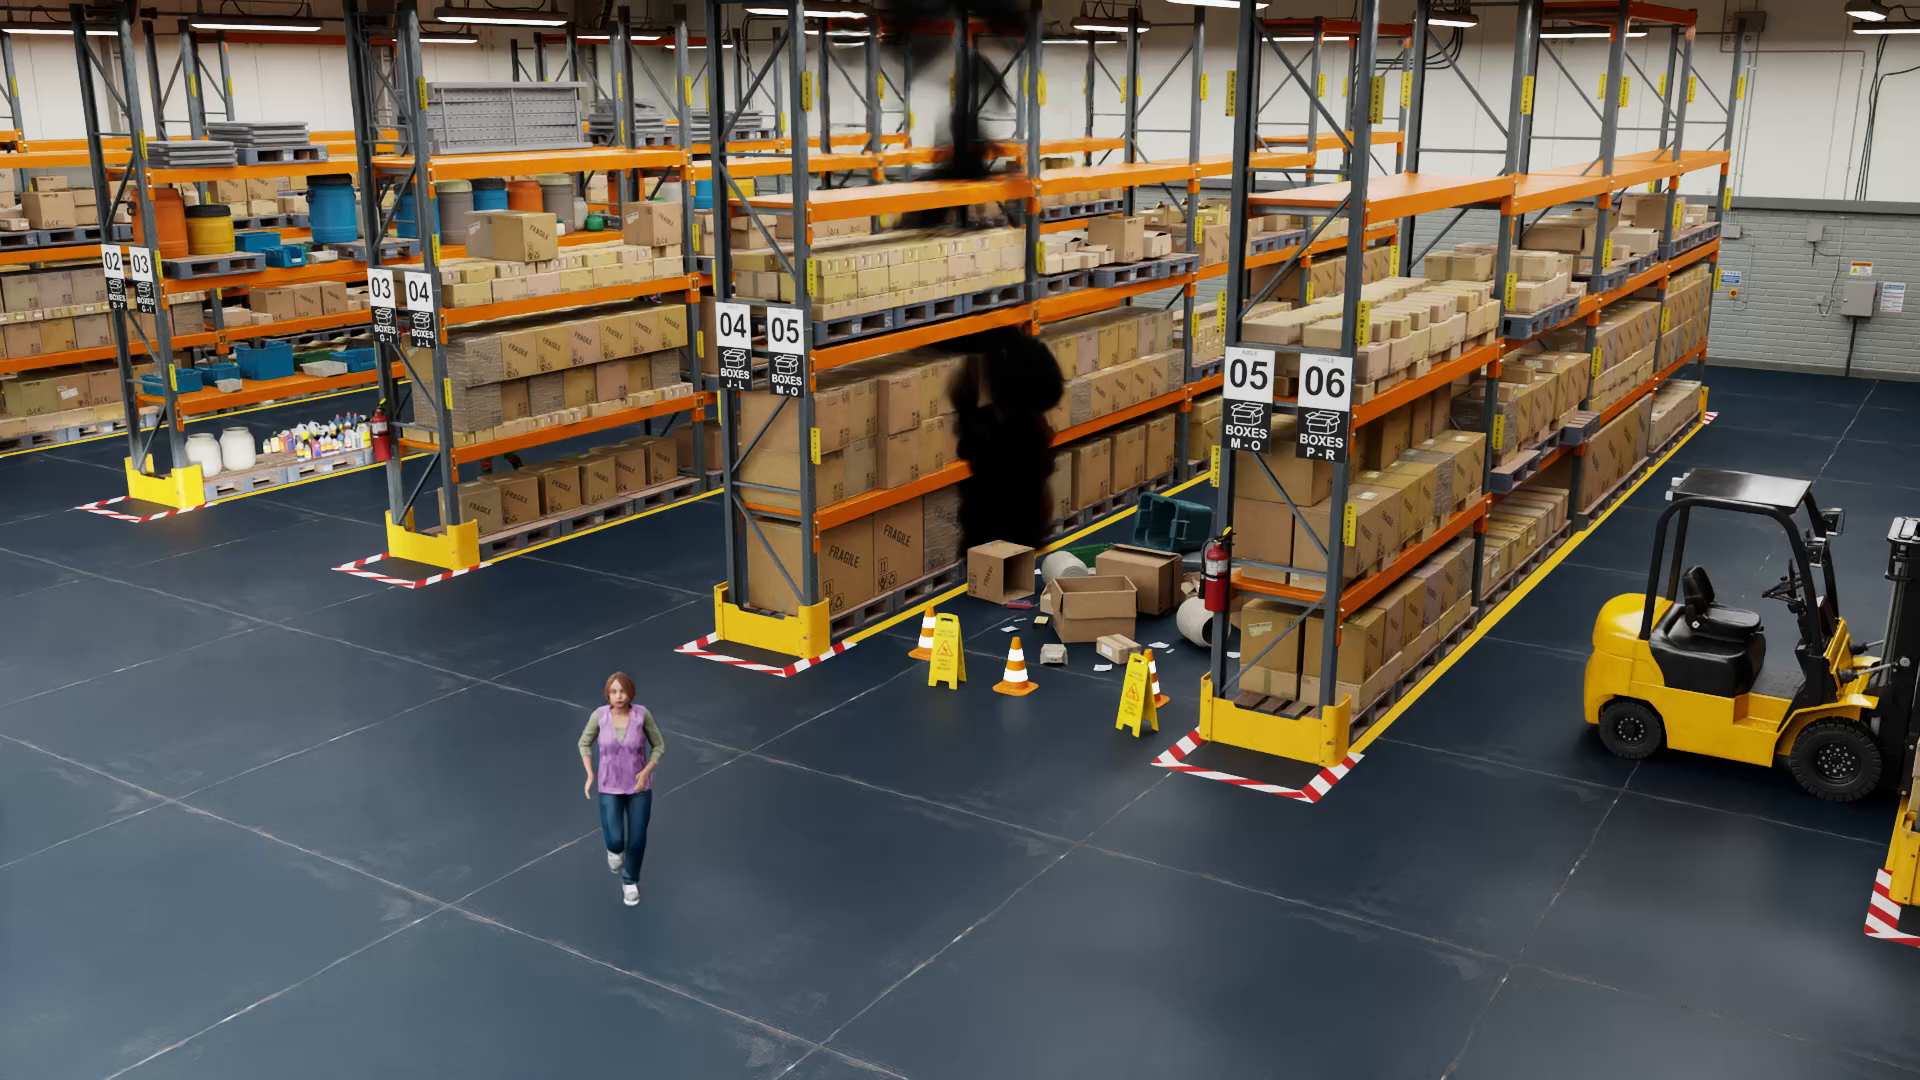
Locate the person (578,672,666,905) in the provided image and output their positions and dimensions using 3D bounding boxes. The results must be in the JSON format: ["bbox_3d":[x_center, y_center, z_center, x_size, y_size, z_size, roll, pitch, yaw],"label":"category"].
[{"bbox_3d":[-2.150,1.590,10.649,0.549,1.555,0.537,-3,16,-11],"label":"person"}]

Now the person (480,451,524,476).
[{"bbox_3d":[-5.975,-1.540,21.364,0.645,1.808,0.848,6,17,22],"label":"person"}]
